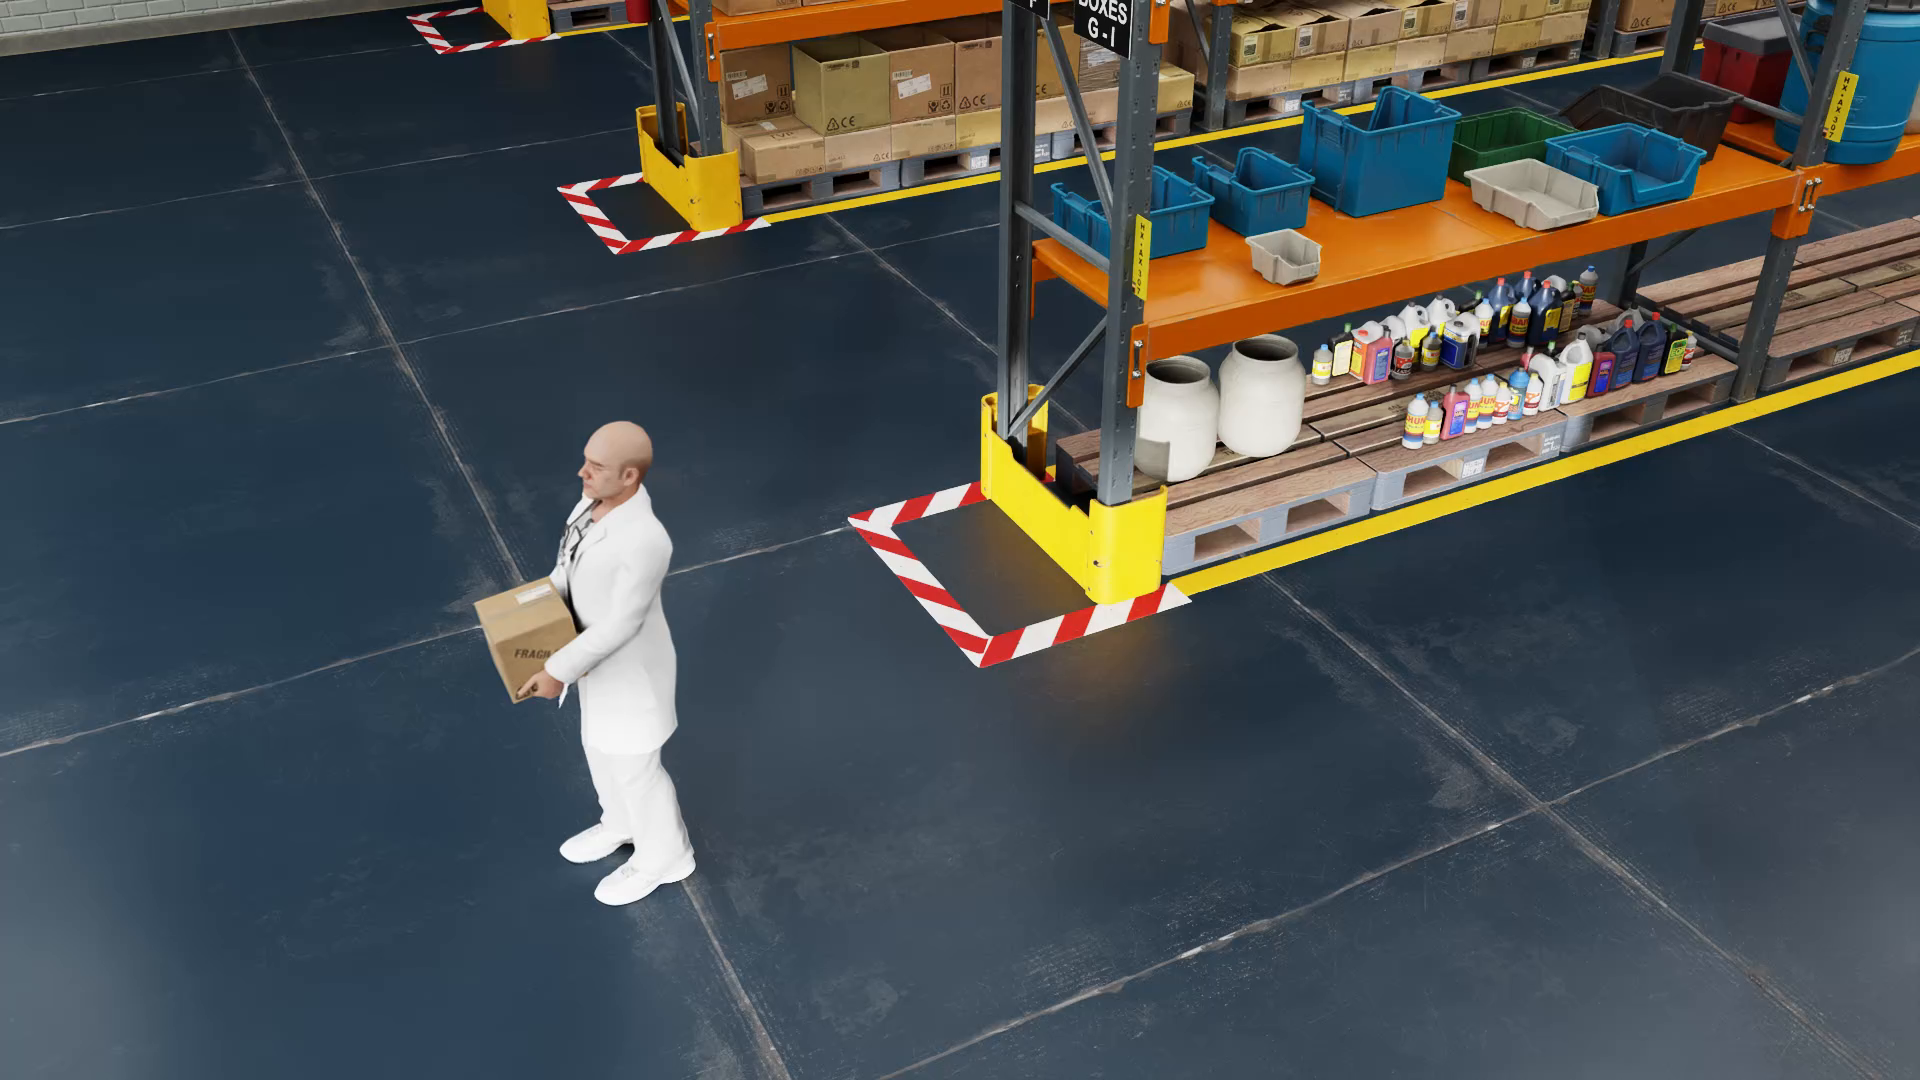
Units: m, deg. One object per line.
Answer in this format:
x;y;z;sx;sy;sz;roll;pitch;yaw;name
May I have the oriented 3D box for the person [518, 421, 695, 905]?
-1.205;0.430;5.483;0.553;1.771;0.527;-16;36;-23;person
